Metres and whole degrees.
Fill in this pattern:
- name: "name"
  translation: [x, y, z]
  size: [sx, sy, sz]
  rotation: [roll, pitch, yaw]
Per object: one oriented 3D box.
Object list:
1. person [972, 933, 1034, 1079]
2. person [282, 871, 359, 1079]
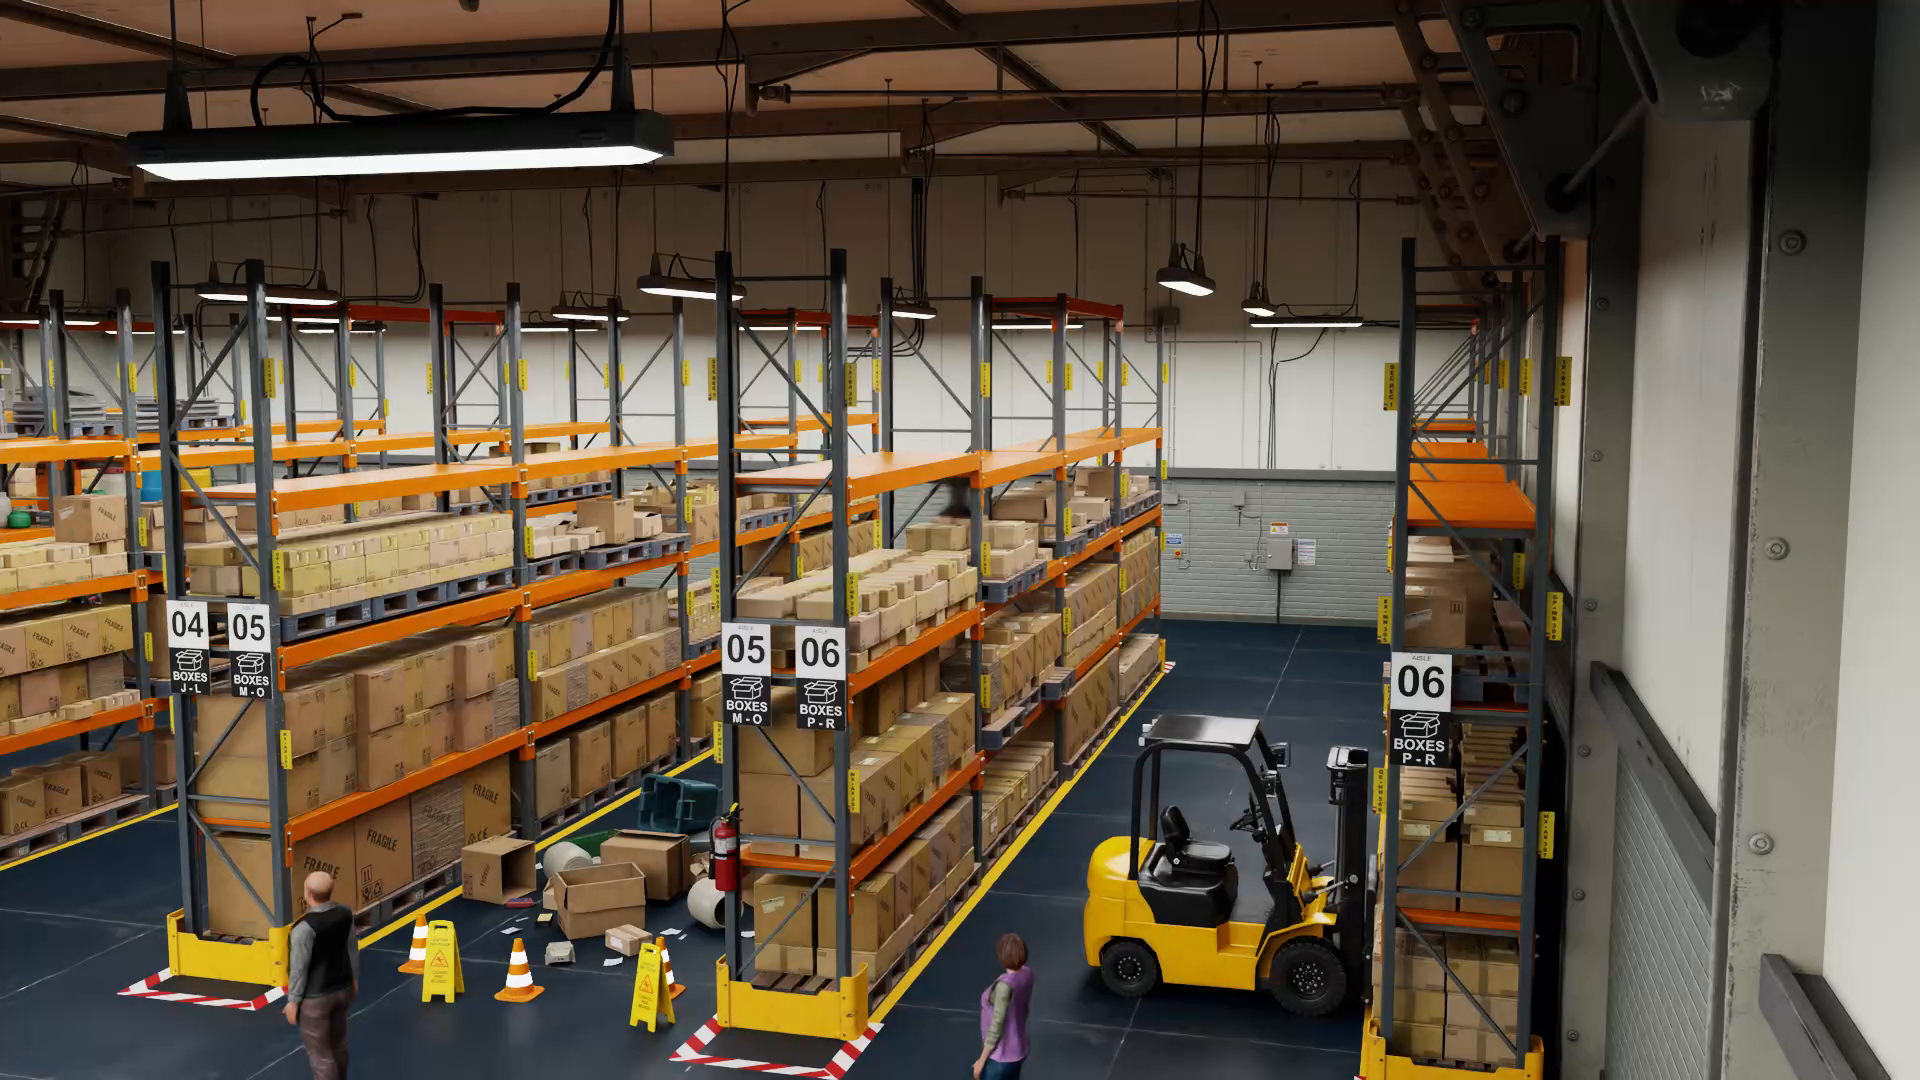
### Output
- name: "person"
  translation: [0.289, 3.262, 10.521]
  size: [0.377, 1.608, 0.448]
  rotation: [2, 6, 16]
- name: "person"
  translation: [-4.400, 3.109, 11.380]
  size: [0.513, 1.731, 0.595]
  rotation: [2, 6, 20]
